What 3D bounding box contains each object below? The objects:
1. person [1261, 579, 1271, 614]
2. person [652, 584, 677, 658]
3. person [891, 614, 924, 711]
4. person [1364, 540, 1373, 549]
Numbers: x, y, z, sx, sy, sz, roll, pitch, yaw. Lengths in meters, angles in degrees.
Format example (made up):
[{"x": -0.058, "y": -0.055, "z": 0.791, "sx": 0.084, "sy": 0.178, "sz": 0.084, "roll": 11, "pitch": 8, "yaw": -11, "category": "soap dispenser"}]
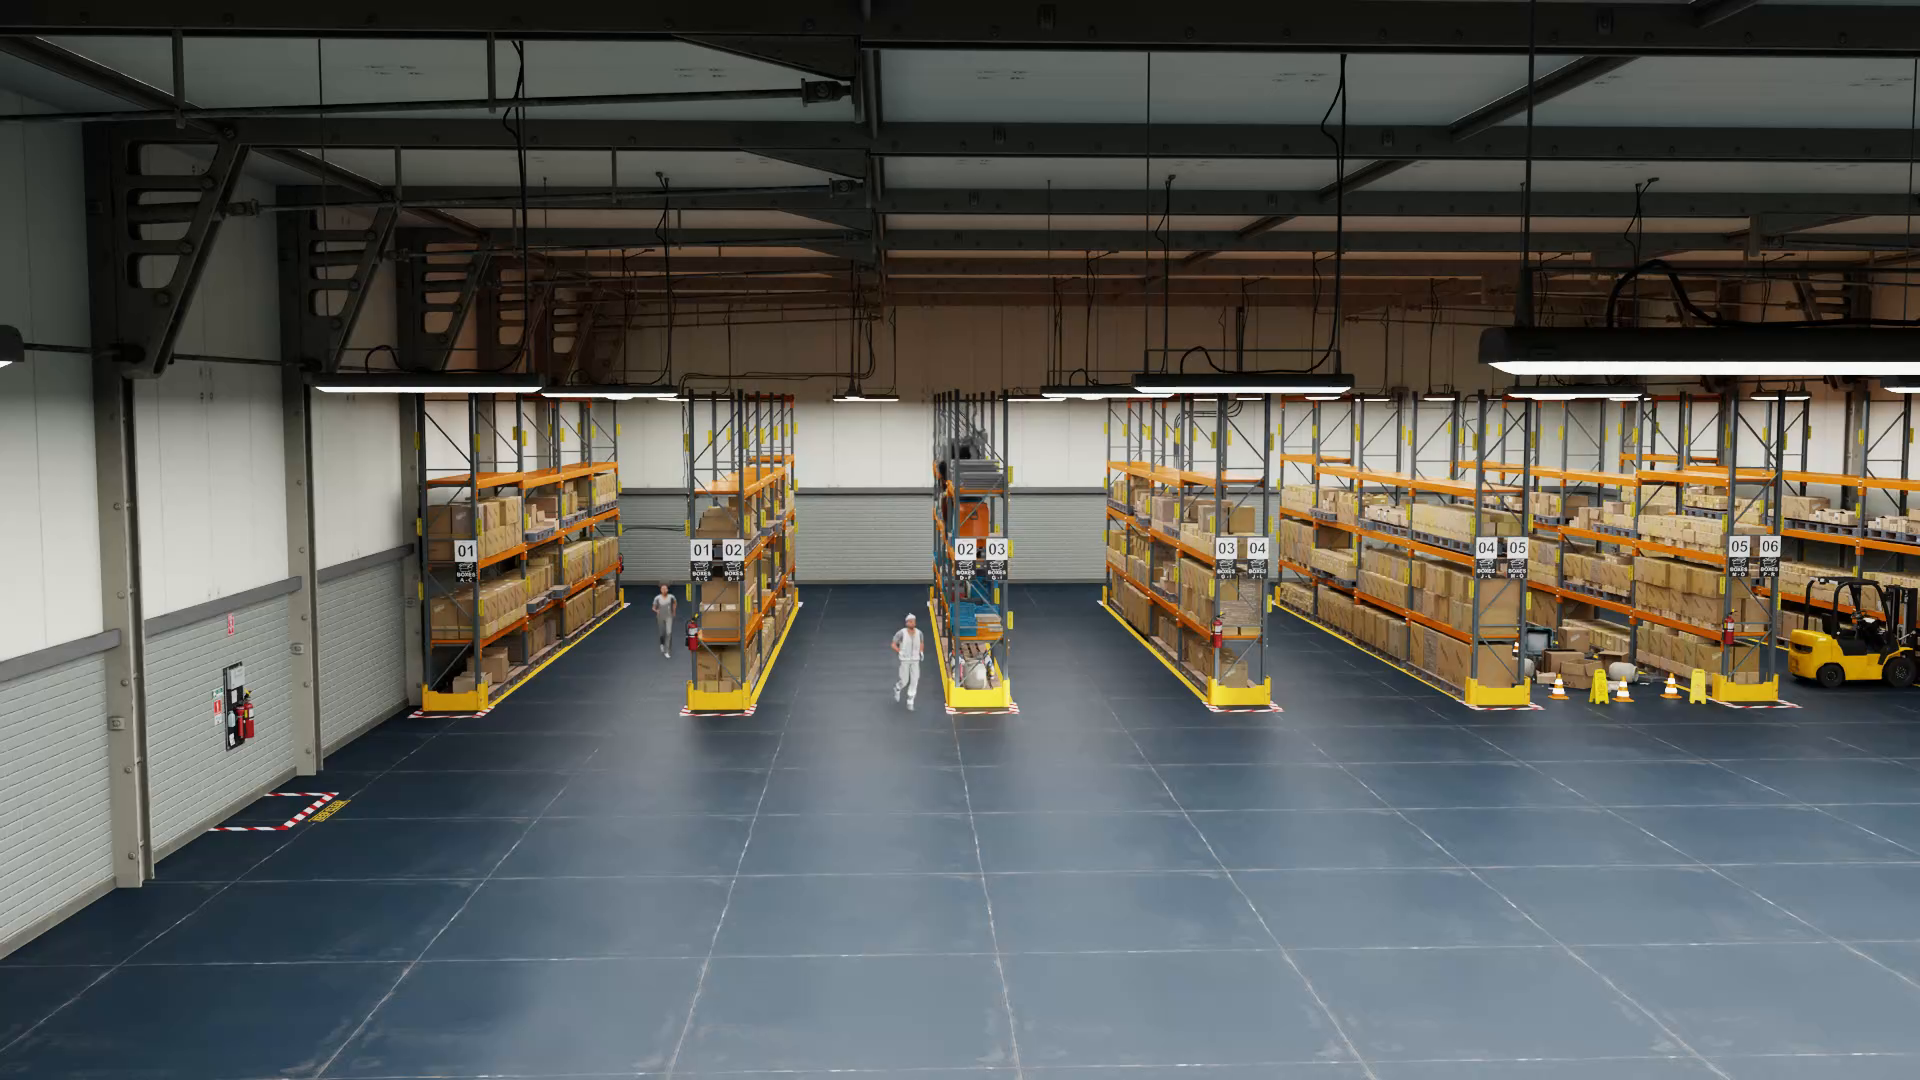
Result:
[{"x": 7.450, "y": 1.461, "z": 41.586, "sx": 0.651, "sy": 1.832, "sz": 0.756, "roll": -1, "pitch": 5, "yaw": -7, "category": "person"}, {"x": -6.727, "y": 1.818, "z": 37.896, "sx": 0.552, "sy": 1.647, "sz": 0.913, "roll": -1, "pitch": 5, "yaw": -11, "category": "person"}, {"x": -0.962, "y": 2.299, "z": 31.408, "sx": 0.680, "sy": 1.792, "sz": 0.794, "roll": -2, "pitch": 5, "yaw": -22, "category": "person"}, {"x": 12.113, "y": 0.878, "z": 49.218, "sx": 0.718, "sy": 1.731, "sz": 0.571, "roll": 0, "pitch": 5, "yaw": 0, "category": "person"}]
